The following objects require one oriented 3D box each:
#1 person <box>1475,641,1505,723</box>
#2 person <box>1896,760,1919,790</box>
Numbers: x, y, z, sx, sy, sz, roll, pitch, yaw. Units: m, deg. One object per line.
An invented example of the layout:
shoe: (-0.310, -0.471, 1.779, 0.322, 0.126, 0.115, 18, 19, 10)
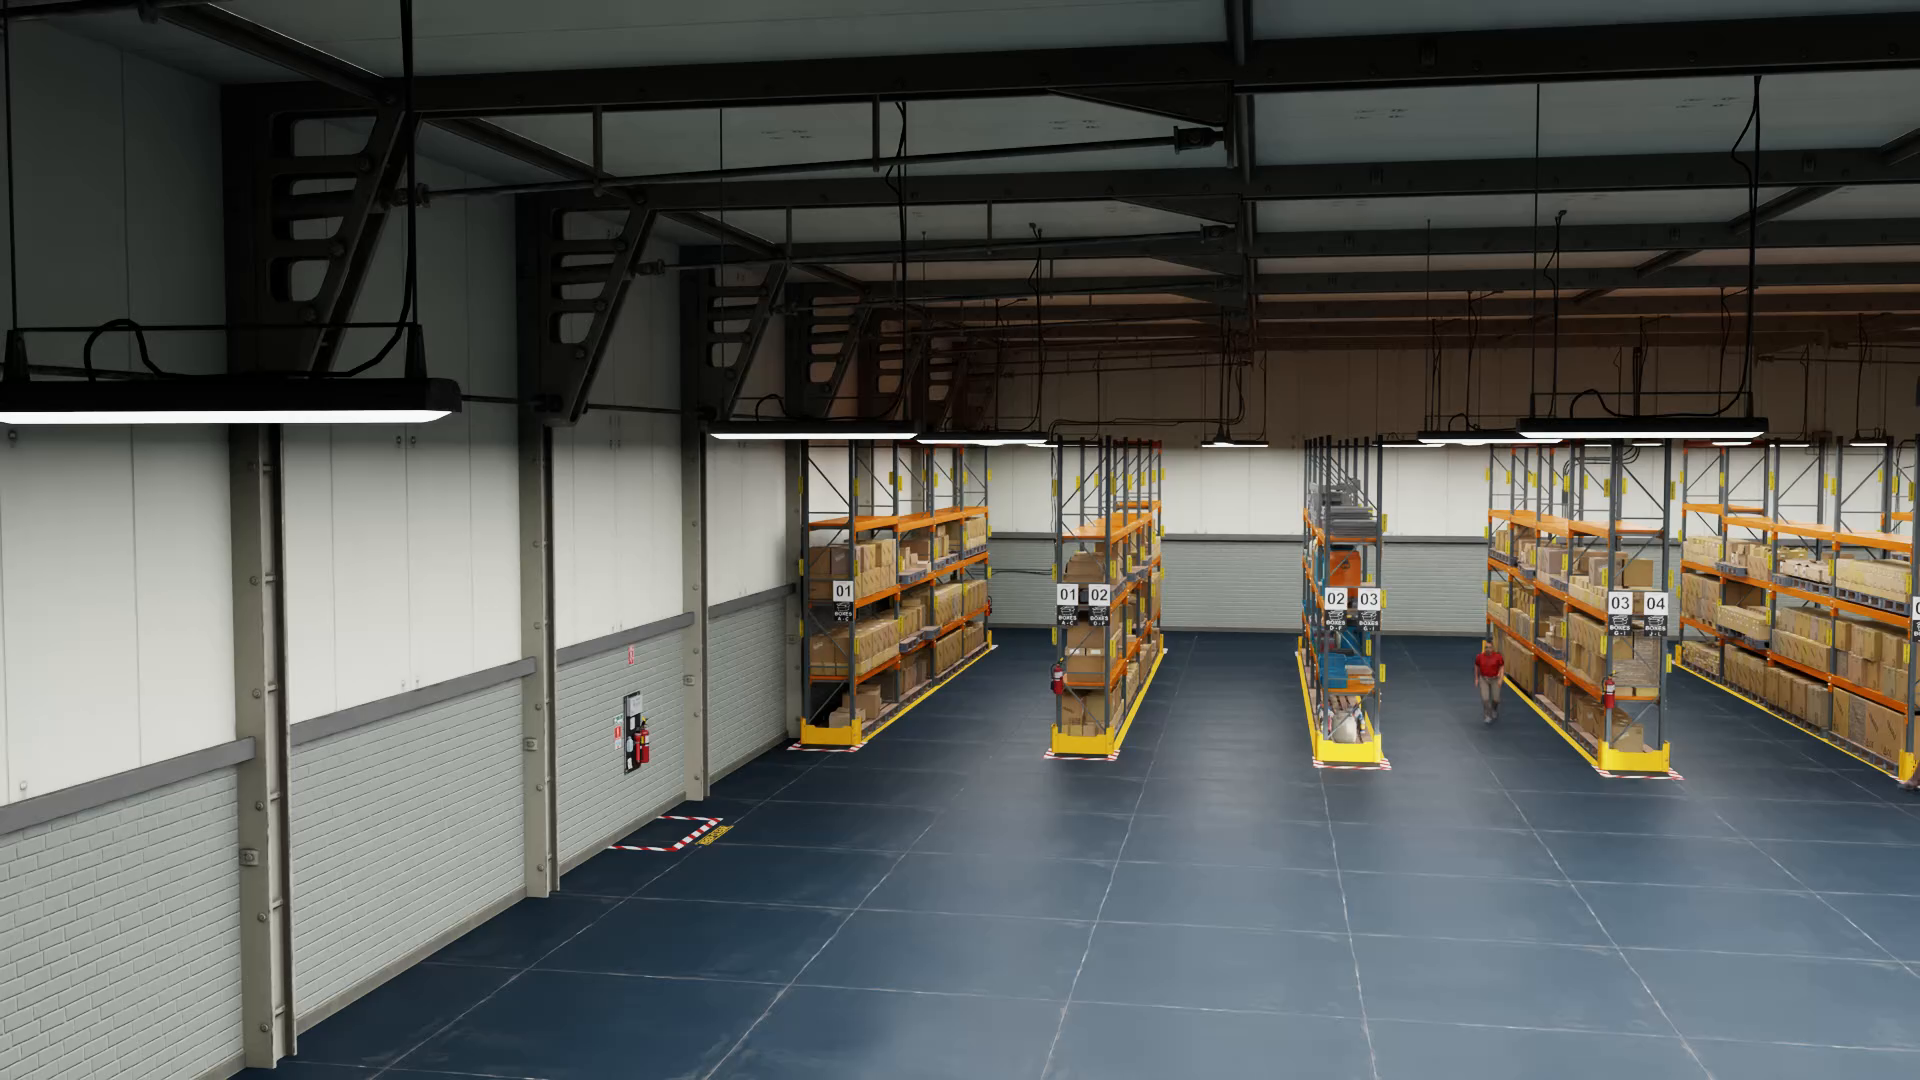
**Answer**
person: (11.207, 2.976, 35.153, 0.598, 1.707, 0.632, 1, 3, 20)
person: (16.241, 3.364, 27.771, 1.031, 1.655, 0.576, 2, 3, 28)
